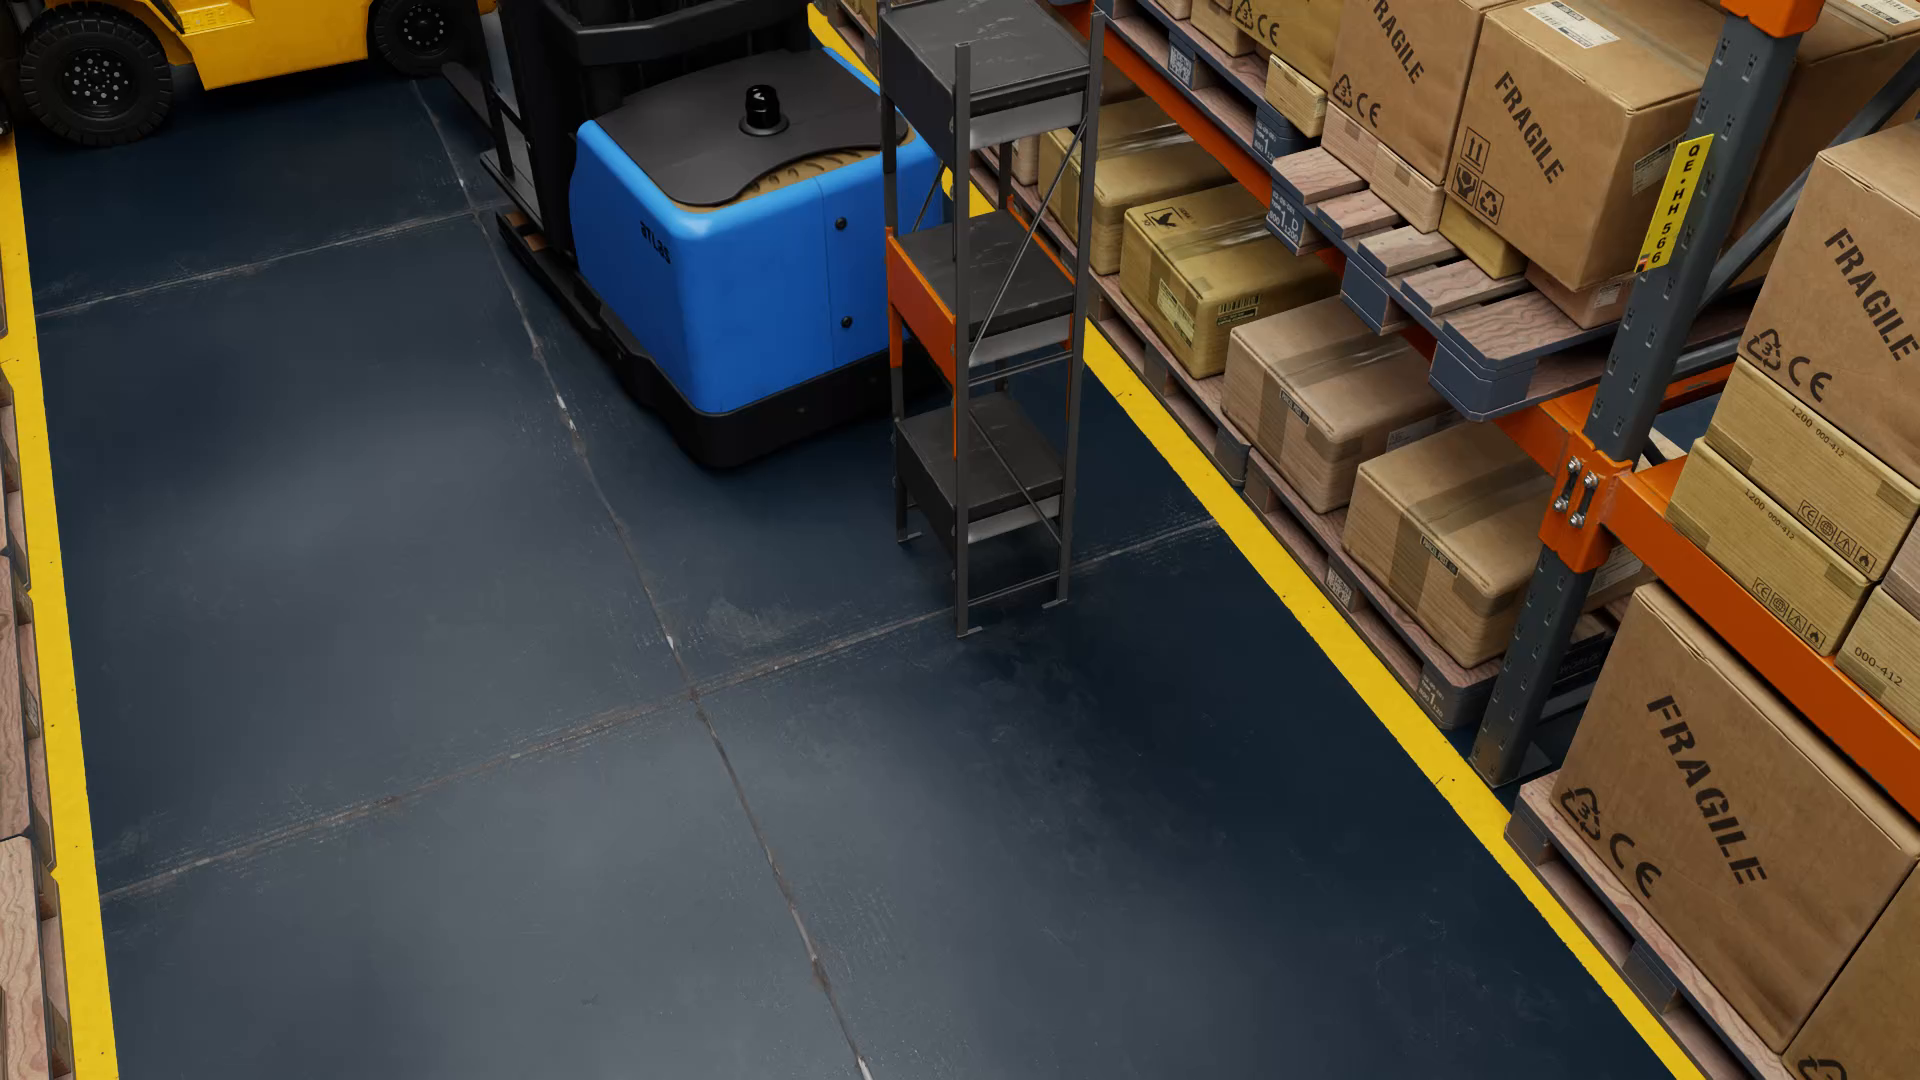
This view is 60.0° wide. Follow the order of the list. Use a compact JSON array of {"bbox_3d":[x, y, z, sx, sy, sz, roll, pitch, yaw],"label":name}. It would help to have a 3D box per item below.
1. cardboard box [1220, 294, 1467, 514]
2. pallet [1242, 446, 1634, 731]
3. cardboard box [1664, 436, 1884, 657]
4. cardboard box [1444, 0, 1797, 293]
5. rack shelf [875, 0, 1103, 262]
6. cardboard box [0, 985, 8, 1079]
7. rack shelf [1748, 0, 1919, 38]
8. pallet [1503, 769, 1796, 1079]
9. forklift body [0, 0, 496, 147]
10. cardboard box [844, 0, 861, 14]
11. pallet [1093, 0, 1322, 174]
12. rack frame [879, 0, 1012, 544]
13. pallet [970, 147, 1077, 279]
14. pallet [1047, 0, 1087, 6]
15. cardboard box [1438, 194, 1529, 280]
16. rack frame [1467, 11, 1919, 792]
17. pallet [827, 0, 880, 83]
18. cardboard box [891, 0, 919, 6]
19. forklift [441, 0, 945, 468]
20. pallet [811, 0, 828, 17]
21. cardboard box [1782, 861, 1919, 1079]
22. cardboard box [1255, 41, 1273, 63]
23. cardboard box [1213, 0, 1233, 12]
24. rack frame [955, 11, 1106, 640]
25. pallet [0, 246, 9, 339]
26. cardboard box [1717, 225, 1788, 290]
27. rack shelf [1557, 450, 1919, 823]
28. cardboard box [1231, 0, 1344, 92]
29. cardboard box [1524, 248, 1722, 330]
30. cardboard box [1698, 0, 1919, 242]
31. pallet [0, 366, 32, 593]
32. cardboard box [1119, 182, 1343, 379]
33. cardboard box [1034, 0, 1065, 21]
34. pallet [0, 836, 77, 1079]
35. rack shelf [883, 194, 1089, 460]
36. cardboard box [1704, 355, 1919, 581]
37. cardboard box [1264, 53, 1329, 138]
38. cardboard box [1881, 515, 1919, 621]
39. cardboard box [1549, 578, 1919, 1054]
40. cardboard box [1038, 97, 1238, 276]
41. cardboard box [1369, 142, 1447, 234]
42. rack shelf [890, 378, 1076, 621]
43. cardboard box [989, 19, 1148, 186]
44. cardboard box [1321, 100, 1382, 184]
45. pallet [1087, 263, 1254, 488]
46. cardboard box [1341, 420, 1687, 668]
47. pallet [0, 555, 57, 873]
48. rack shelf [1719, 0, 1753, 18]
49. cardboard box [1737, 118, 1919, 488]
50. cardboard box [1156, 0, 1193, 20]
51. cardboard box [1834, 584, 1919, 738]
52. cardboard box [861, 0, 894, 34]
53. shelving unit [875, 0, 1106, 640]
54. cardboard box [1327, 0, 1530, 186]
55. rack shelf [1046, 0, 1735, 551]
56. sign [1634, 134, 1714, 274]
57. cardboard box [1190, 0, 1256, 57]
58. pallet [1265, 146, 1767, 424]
[{"bbox_3d":[1.478,-0.546,5.740,0.950,0.372,0.625,-19,48,-18],"label":"cardboard box"},{"bbox_3d":[1.696,-0.007,5.607,1.003,0.211,1.213,-18,47,-17],"label":"pallet"},{"bbox_3d":[2.001,-0.062,3.784,0.500,0.250,0.500,-19,48,-18],"label":"cardboard box"},{"bbox_3d":[1.580,-1.000,4.046,0.500,0.500,0.500,-19,48,-19],"label":"cardboard box"},{"bbox_3d":[0.070,-1.130,4.424,0.431,0.518,0.480,-18,47,-17],"label":"rack shelf"},{"bbox_3d":[-2.728,1.261,3.728,0.875,0.625,0.625,-17,47,-16],"label":"cardboard box"},{"bbox_3d":[2.865,-0.039,2.030,1.077,0.370,4.000,-18,47,-17],"label":"rack shelf"},{"bbox_3d":[2.287,1.016,4.570,1.003,0.211,1.213,-18,47,-17],"label":"pallet"},{"bbox_3d":[-3.390,-3.160,7.421,2.313,2.155,1.214,-18,47,-17],"label":"forklift body"},{"bbox_3d":[-0.384,-2.855,8.167,0.500,0.250,0.500,-19,48,-18],"label":"cardboard box"},{"bbox_3d":[1.154,-1.683,5.456,1.003,0.211,1.213,-18,47,-17],"label":"pallet"},{"bbox_3d":[-0.033,-0.797,5.063,0.400,2.100,0.015,-18,47,-17],"label":"rack frame"},{"bbox_3d":[0.670,-1.562,7.183,1.003,0.211,1.213,-18,47,-17],"label":"pallet"},{"bbox_3d":[0.531,-2.452,6.236,1.003,0.211,1.213,-18,47,-17],"label":"pallet"},{"bbox_3d":[1.494,-0.850,4.356,0.380,0.149,0.250,-17,47,-17],"label":"cardboard box"},{"bbox_3d":[2.024,-0.502,4.123,1.000,3.000,0.127,-18,47,-17],"label":"rack frame"},{"bbox_3d":[0.027,-2.476,8.109,1.003,0.211,1.213,-18,47,-17],"label":"pallet"},{"bbox_3d":[-0.150,-2.786,7.563,0.500,0.500,0.500,-19,48,-18],"label":"cardboard box"},{"bbox_3d":[-1.274,-2.310,6.004,1.130,2.935,3.031,-25,50,-23],"label":"forklift"},{"bbox_3d":[-0.490,-3.254,8.898,1.003,0.211,1.213,-18,47,-17],"label":"pallet"},{"bbox_3d":[2.610,1.140,3.673,0.875,0.875,0.875,-17,47,-17],"label":"cardboard box"},{"bbox_3d":[1.129,-1.529,5.044,0.380,0.149,0.250,-18,47,-17],"label":"cardboard box"},{"bbox_3d":[0.911,-1.996,5.055,0.500,0.500,0.500,-20,48,-19],"label":"cardboard box"},{"bbox_3d":[0.172,-0.486,4.748,0.400,2.100,0.015,-18,47,-17],"label":"rack frame"},{"bbox_3d":[-4.457,-1.109,6.723,1.003,0.211,1.213,-18,47,-17],"label":"pallet"},{"bbox_3d":[2.056,-0.824,4.329,0.380,0.149,0.250,-21,48,-20],"label":"cardboard box"},{"bbox_3d":[2.865,1.029,3.084,1.077,0.370,4.000,-18,47,-17],"label":"rack shelf"},{"bbox_3d":[1.140,-1.648,4.702,0.500,0.500,0.500,-21,48,-20],"label":"cardboard box"},{"bbox_3d":[1.672,-0.701,4.205,0.380,0.149,0.250,-16,47,-16],"label":"cardboard box"},{"bbox_3d":[2.044,-1.148,4.195,0.500,0.500,0.500,-19,48,-19],"label":"cardboard box"},{"bbox_3d":[-3.815,-0.132,5.733,1.003,0.211,1.213,-18,47,-17],"label":"pallet"},{"bbox_3d":[1.164,-1.031,6.232,0.950,0.372,0.625,-17,47,-16],"label":"cardboard box"},{"bbox_3d":[0.339,-2.677,7.986,0.500,0.250,0.500,-20,48,-19],"label":"cardboard box"},{"bbox_3d":[-2.789,1.423,4.157,1.003,0.211,1.213,-18,47,-17],"label":"pallet"},{"bbox_3d":[0.070,-0.632,4.915,0.431,0.518,0.480,-18,47,-17],"label":"rack shelf"},{"bbox_3d":[2.013,-0.230,3.599,0.500,0.250,0.500,-18,47,-18],"label":"cardboard box"},{"bbox_3d":[1.120,-1.332,4.844,0.380,0.149,0.250,-17,47,-17],"label":"cardboard box"},{"bbox_3d":[2.229,0.099,3.264,0.500,0.250,0.500,-17,47,-16],"label":"cardboard box"},{"bbox_3d":[2.239,0.570,4.250,0.875,0.875,0.875,-18,48,-18],"label":"cardboard box"},{"bbox_3d":[0.870,-1.474,6.680,0.950,0.372,0.625,-15,47,-15],"label":"cardboard box"},{"bbox_3d":[1.347,-0.998,4.505,0.380,0.149,0.250,-18,48,-18],"label":"cardboard box"},{"bbox_3d":[0.070,-0.134,5.407,0.431,0.518,0.480,-18,47,-17],"label":"rack shelf"},{"bbox_3d":[0.565,-1.931,7.143,0.950,0.372,0.625,-17,47,-17],"label":"cardboard box"},{"bbox_3d":[1.249,-1.161,4.670,0.380,0.149,0.250,-20,48,-19],"label":"cardboard box"},{"bbox_3d":[1.187,-0.784,6.394,1.003,0.211,1.213,-18,47,-17],"label":"pallet"},{"bbox_3d":[1.795,-0.079,5.266,0.950,0.372,0.625,-21,48,-20],"label":"cardboard box"},{"bbox_3d":[-3.298,0.647,4.944,1.003,0.211,1.213,-18,47,-17],"label":"pallet"},{"bbox_3d":[1.183,-2.588,4.613,1.077,0.370,4.000,-18,47,-17],"label":"rack shelf"},{"bbox_3d":[2.009,-0.506,3.345,0.500,0.500,0.500,-20,48,-19],"label":"cardboard box"},{"bbox_3d":[0.810,-1.826,5.345,0.380,0.149,0.250,-16,47,-16],"label":"cardboard box"},{"bbox_3d":[2.233,0.260,3.458,0.500,0.250,0.500,-19,48,-19],"label":"cardboard box"},{"bbox_3d":[-0.151,-2.519,7.826,0.500,0.250,0.500,-16,47,-16],"label":"cardboard box"},{"bbox_3d":[0.070,-0.642,4.906,0.431,2.100,0.503,-18,47,-17],"label":"shelving unit"},{"bbox_3d":[1.353,-1.326,4.377,0.500,0.500,0.500,-19,48,-18],"label":"cardboard box"},{"bbox_3d":[1.183,-1.520,5.667,1.077,0.370,4.000,-18,47,-17],"label":"rack shelf"},{"bbox_3d":[1.535,-0.719,3.575,0.100,0.325,0.005,-18,47,-17],"label":"sign"},{"bbox_3d":[0.949,-1.665,5.182,0.380,0.149,0.250,-19,48,-19],"label":"cardboard box"},{"bbox_3d":[1.627,-0.856,4.618,1.213,0.211,1.003,-18,47,-17],"label":"pallet"}]
